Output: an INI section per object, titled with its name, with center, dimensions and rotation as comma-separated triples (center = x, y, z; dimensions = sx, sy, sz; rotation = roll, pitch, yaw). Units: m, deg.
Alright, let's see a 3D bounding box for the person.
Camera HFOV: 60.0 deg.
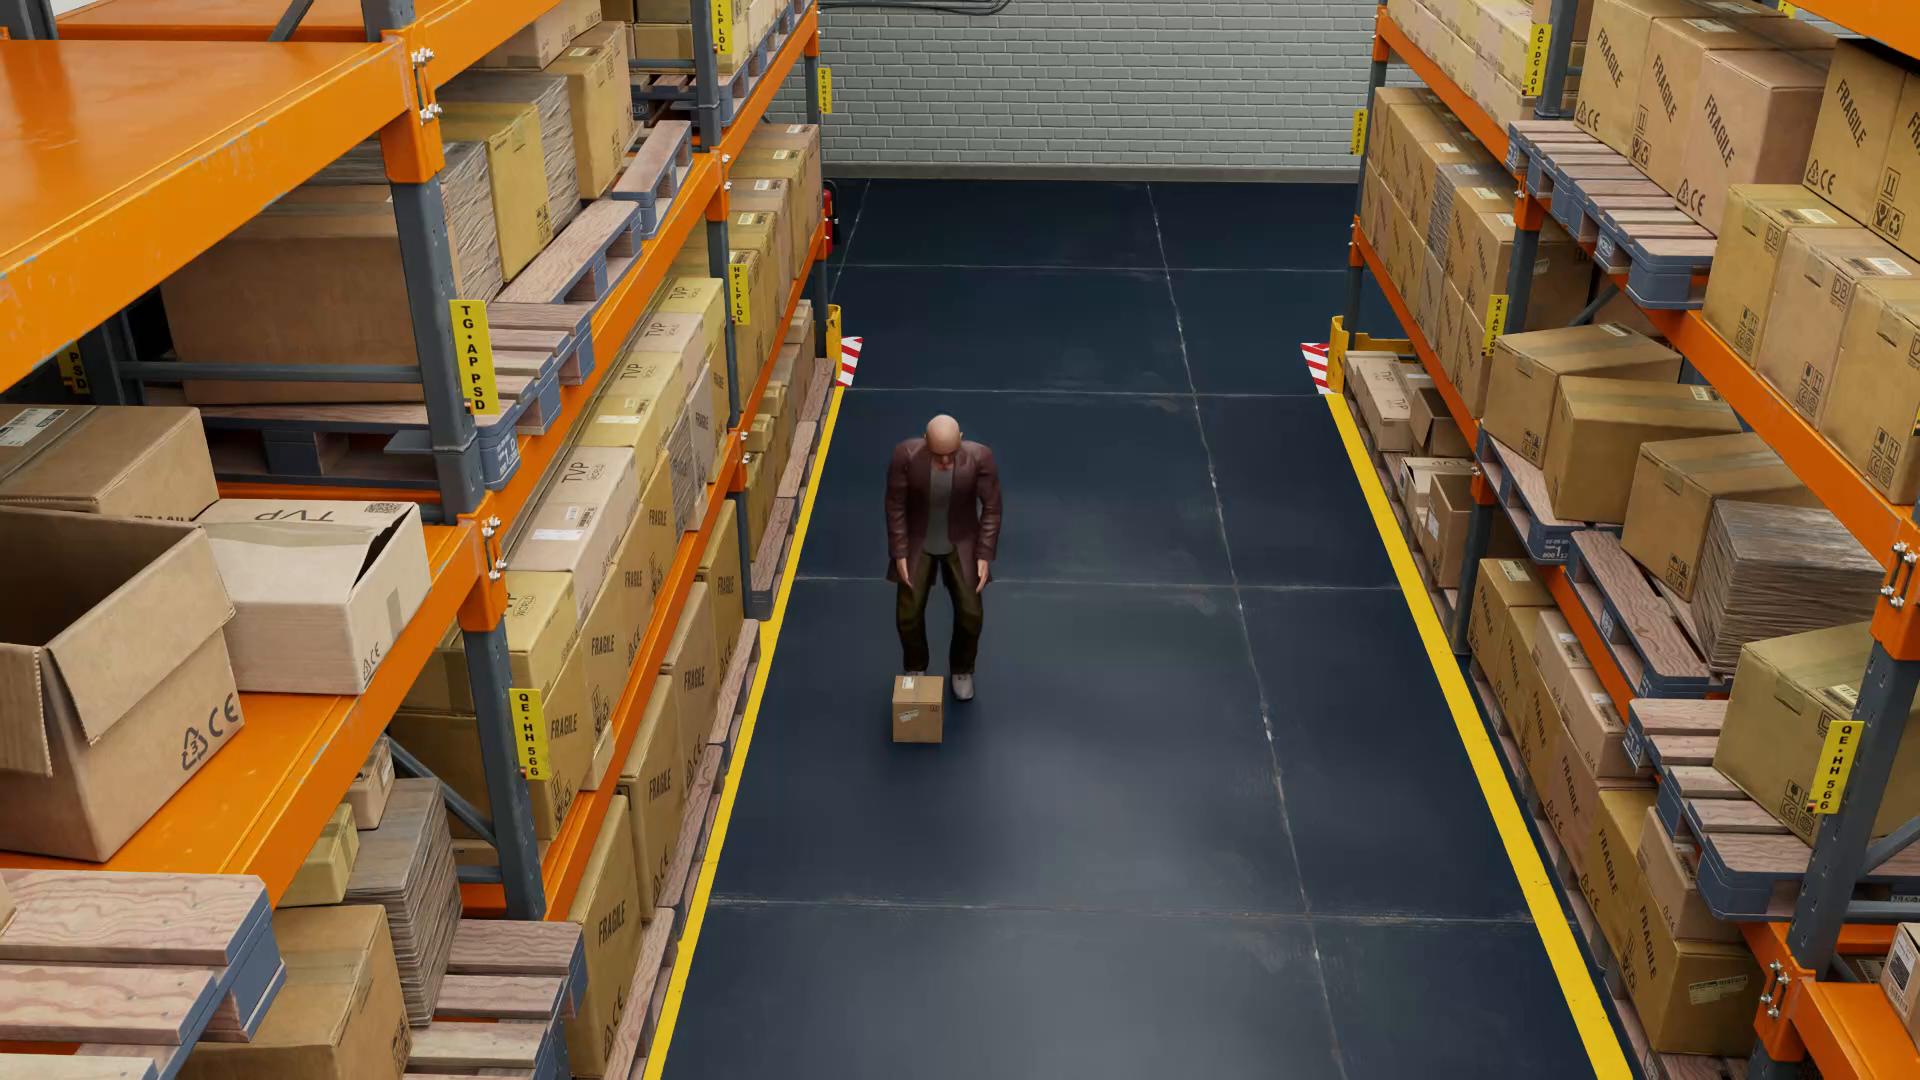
[person]
center = -0.084, 0.052, 8.682
dimensions = 0.611, 1.654, 0.522
rotation = 2, 28, 3
